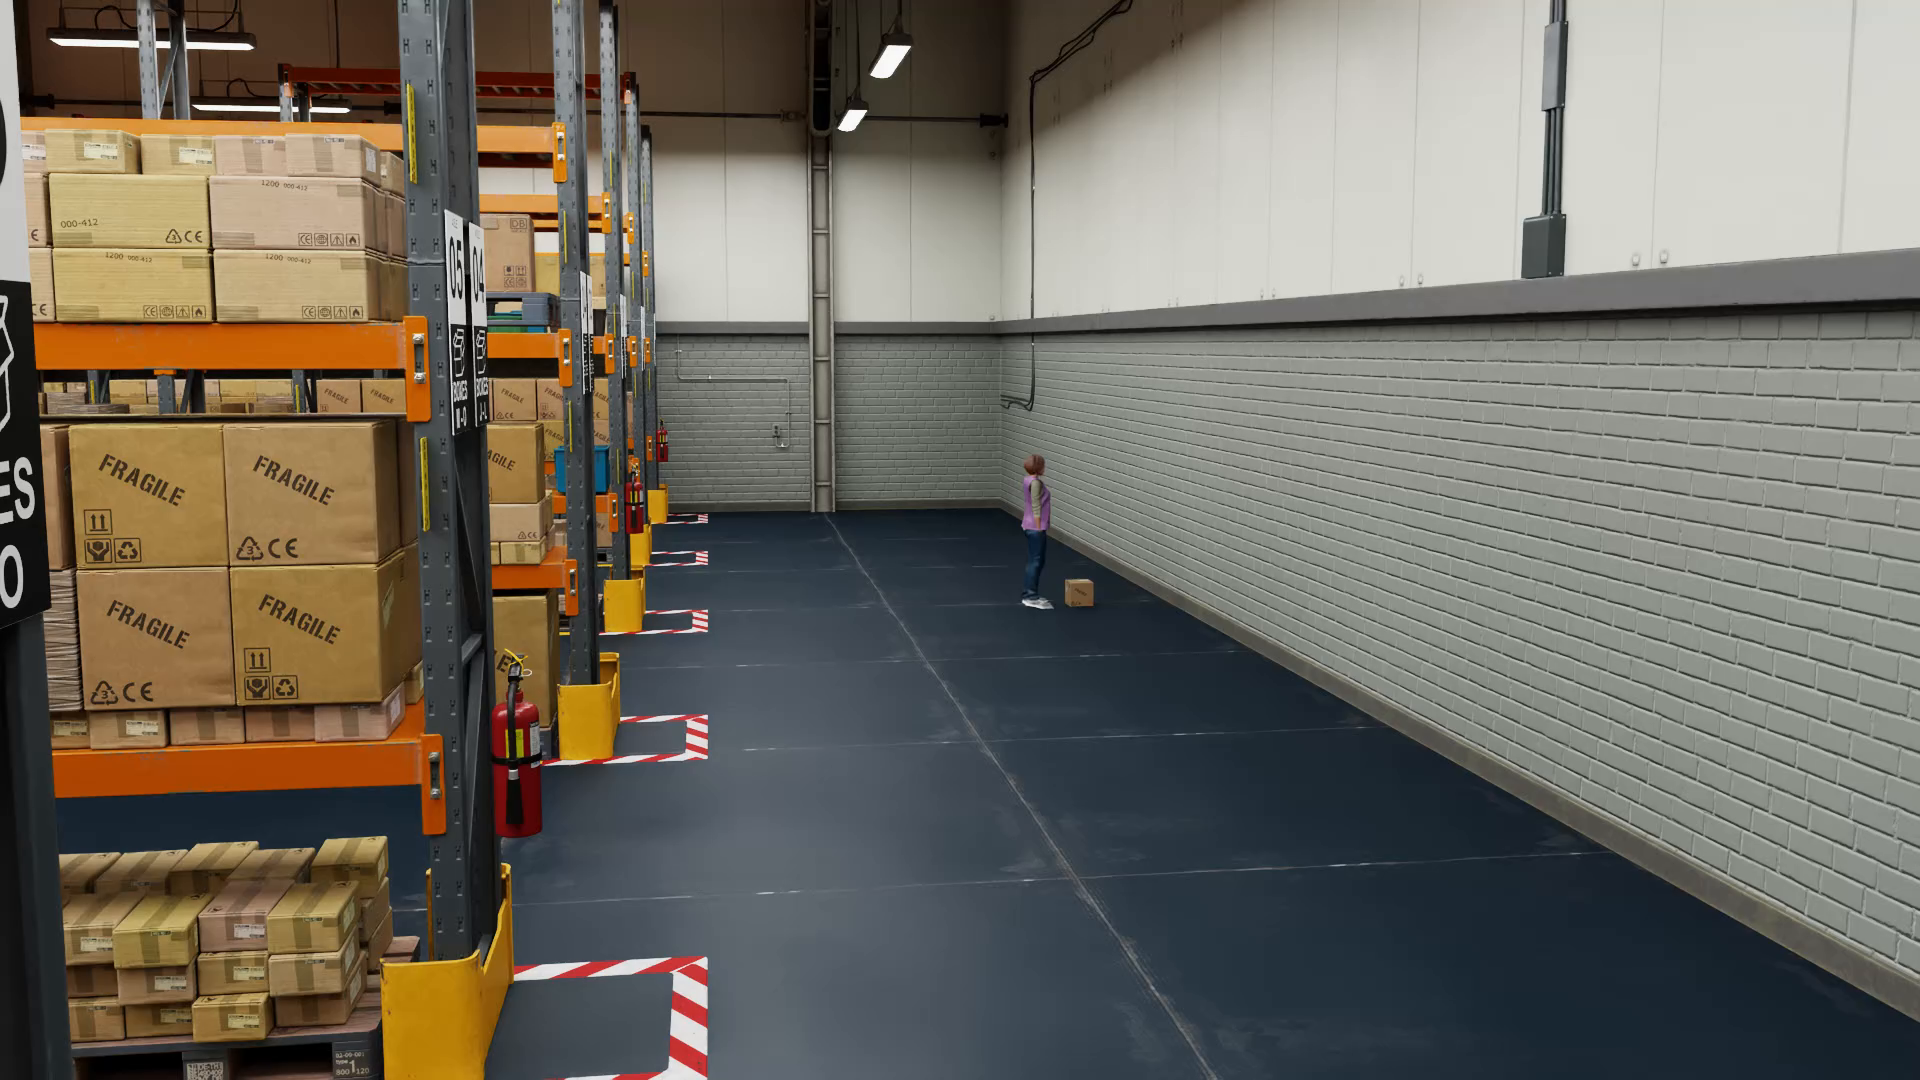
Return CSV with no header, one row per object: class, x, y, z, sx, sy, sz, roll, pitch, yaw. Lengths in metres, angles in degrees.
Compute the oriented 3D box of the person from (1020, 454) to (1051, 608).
person,0.794,-0.095,17.405,0.303,1.596,0.408,-1,7,-7
